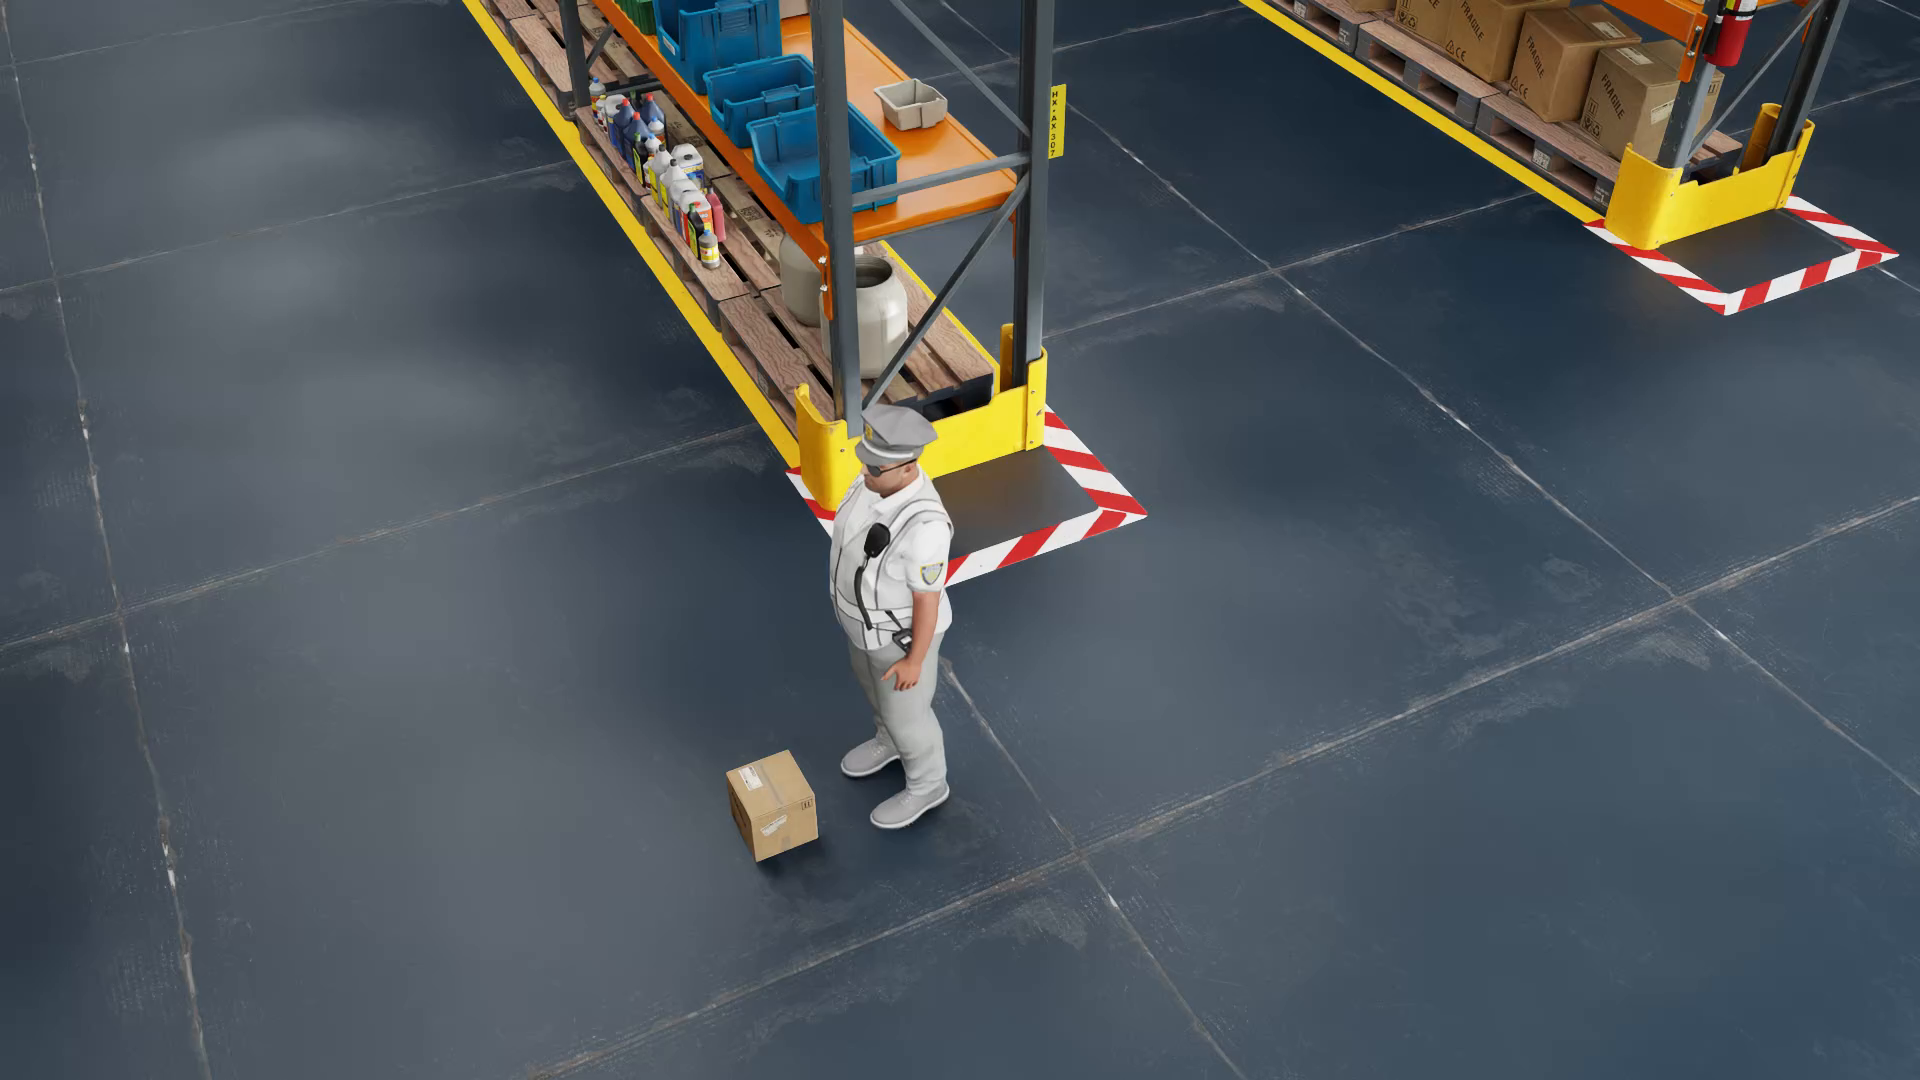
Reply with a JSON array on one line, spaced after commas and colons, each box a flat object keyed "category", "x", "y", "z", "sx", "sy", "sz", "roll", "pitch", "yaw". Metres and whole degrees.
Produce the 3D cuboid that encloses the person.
[{"category": "person", "x": -0.244, "y": 0.276, "z": 5.830, "sx": 0.394, "sy": 1.769, "sz": 0.525, "roll": -18, "pitch": 44, "yaw": -19}]
